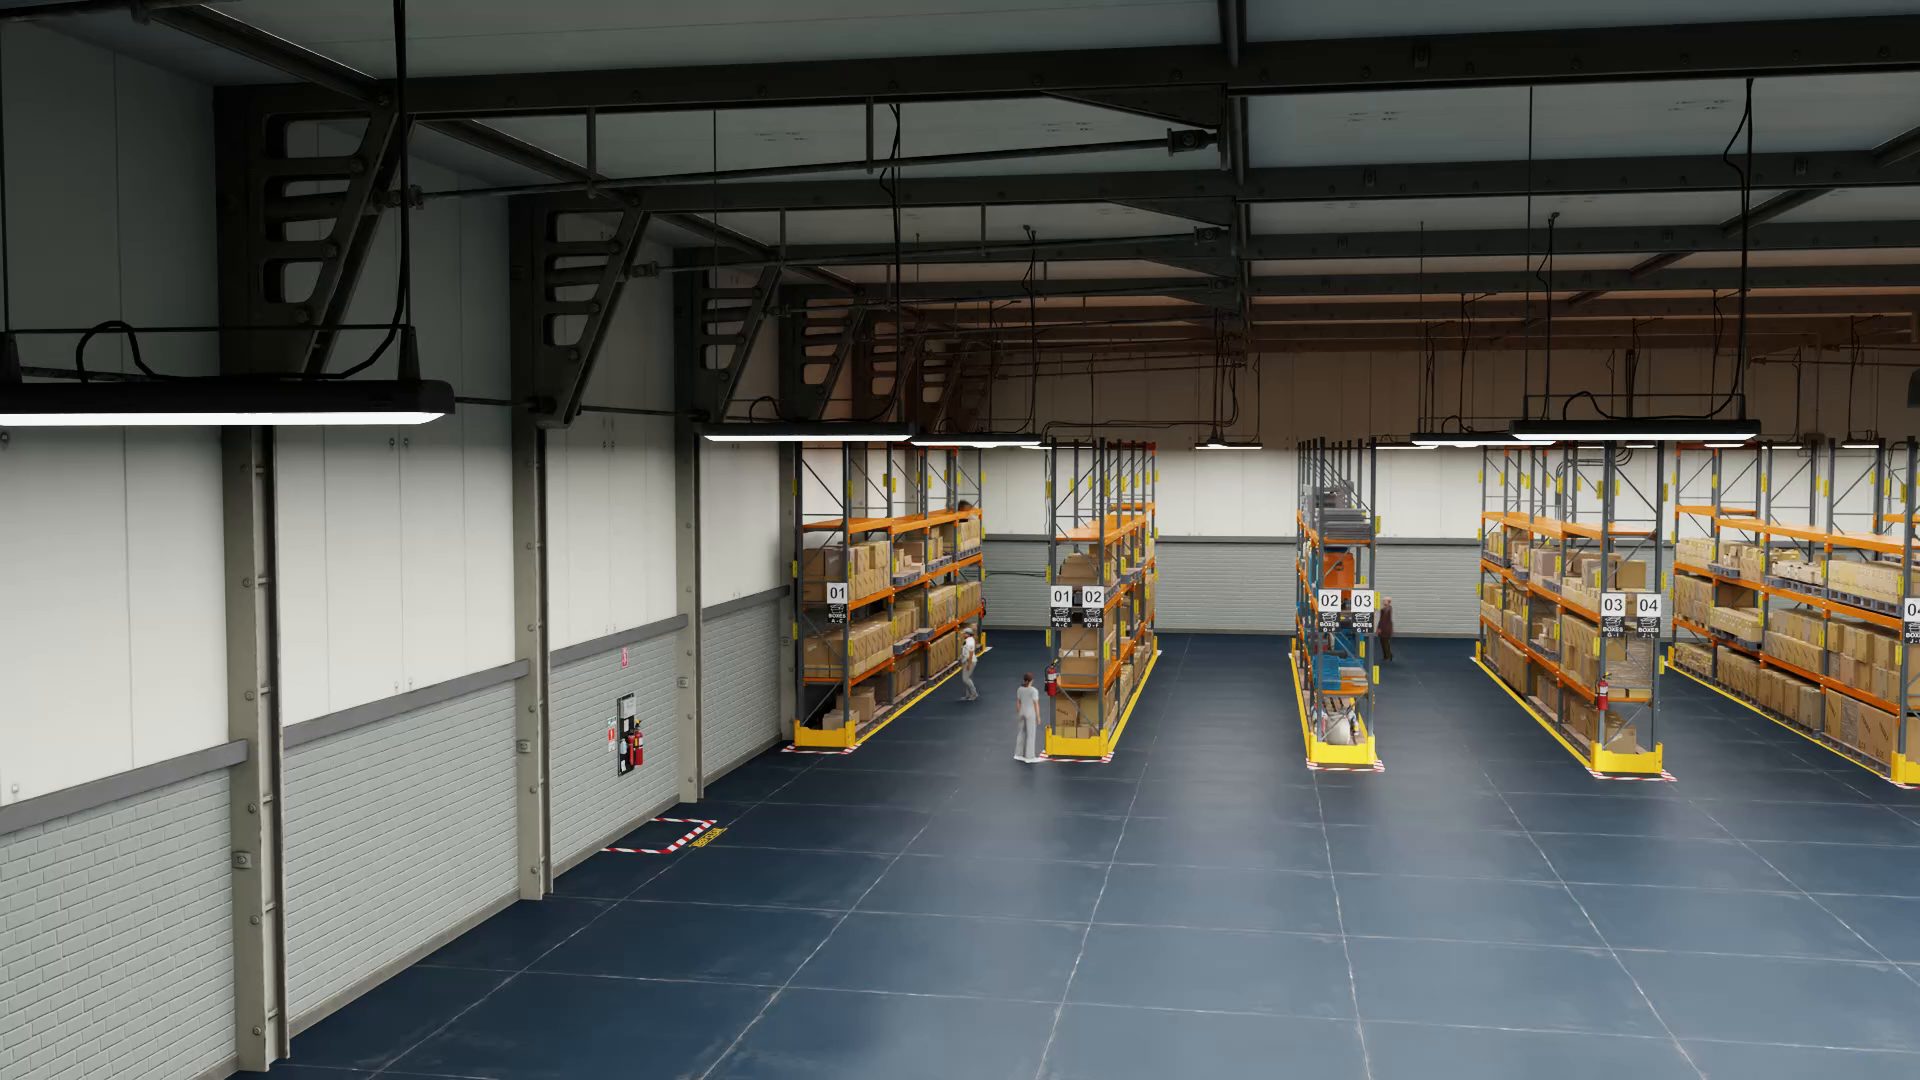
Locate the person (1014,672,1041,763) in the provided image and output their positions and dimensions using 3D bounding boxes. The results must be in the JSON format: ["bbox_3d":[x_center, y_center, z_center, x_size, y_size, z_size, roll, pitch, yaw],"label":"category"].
[{"bbox_3d":[1.255,3.278,30.733,0.368,1.706,0.550,-3,4,-41],"label":"person"}]

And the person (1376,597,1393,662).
[{"bbox_3d":[11.561,2.445,45.309,0.600,1.821,0.489,-2,4,-39],"label":"person"}]

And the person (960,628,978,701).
[{"bbox_3d":[0.203,2.869,38.369,0.409,1.686,0.515,0,3,-6],"label":"person"}]
